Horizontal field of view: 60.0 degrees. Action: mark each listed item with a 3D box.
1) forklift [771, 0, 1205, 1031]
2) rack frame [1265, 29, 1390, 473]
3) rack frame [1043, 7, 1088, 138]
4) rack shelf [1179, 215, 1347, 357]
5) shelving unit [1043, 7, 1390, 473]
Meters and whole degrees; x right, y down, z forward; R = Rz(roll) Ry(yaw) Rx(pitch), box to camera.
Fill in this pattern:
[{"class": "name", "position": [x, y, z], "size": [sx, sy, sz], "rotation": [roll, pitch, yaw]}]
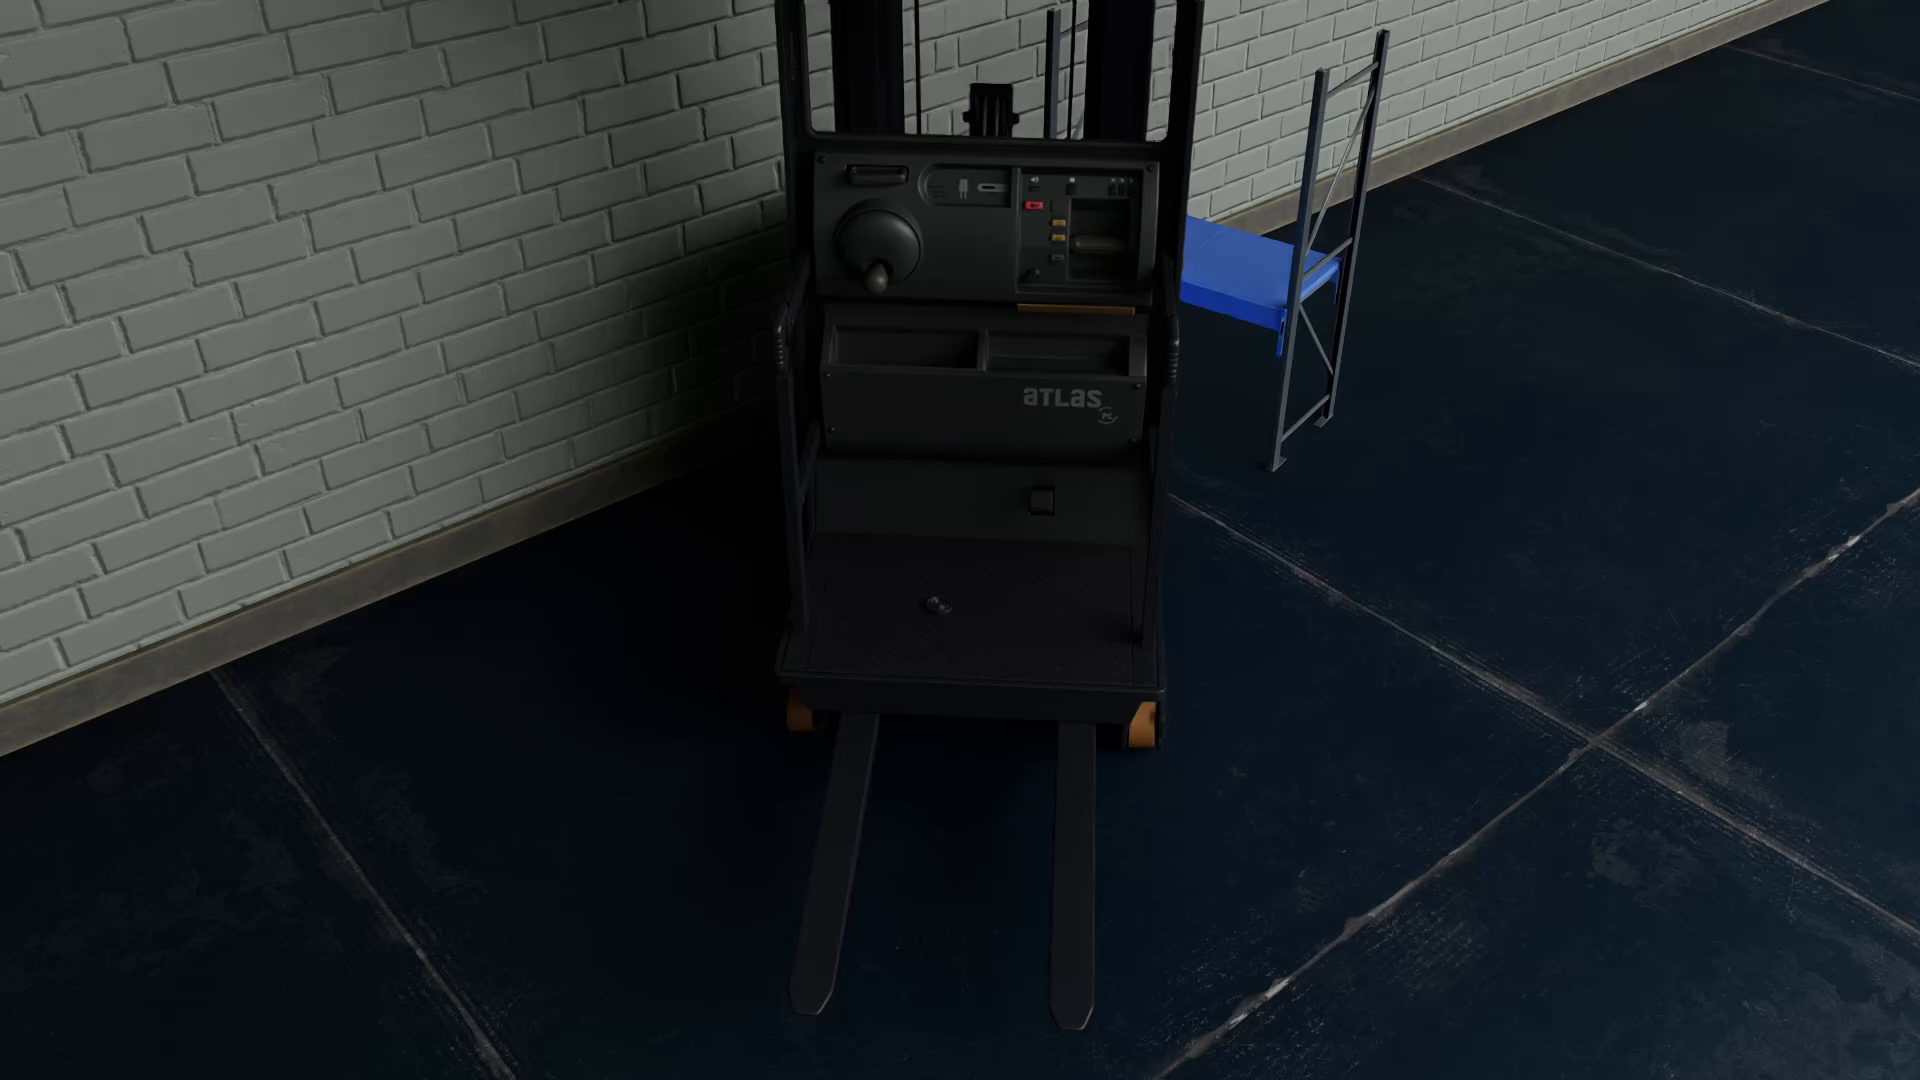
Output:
[{"class": "forklift", "position": [0.055, -0.784, 4.321], "size": [1.130, 2.935, 3.031], "rotation": [2, 35, 3]}, {"class": "rack frame", "position": [1.281, -0.979, 5.835], "size": [0.032, 1.500, 0.500], "rotation": [23, 41, 29]}, {"class": "rack frame", "position": [0.459, -1.325, 6.323], "size": [0.032, 1.500, 0.500], "rotation": [23, 41, 29]}, {"class": "rack shelf", "position": [0.870, -1.005, 6.183], "size": [1.000, 0.185, 0.538], "rotation": [23, 41, 29]}, {"class": "shelving unit", "position": [0.870, -1.152, 6.079], "size": [1.048, 1.500, 0.538], "rotation": [23, 41, 29]}]
